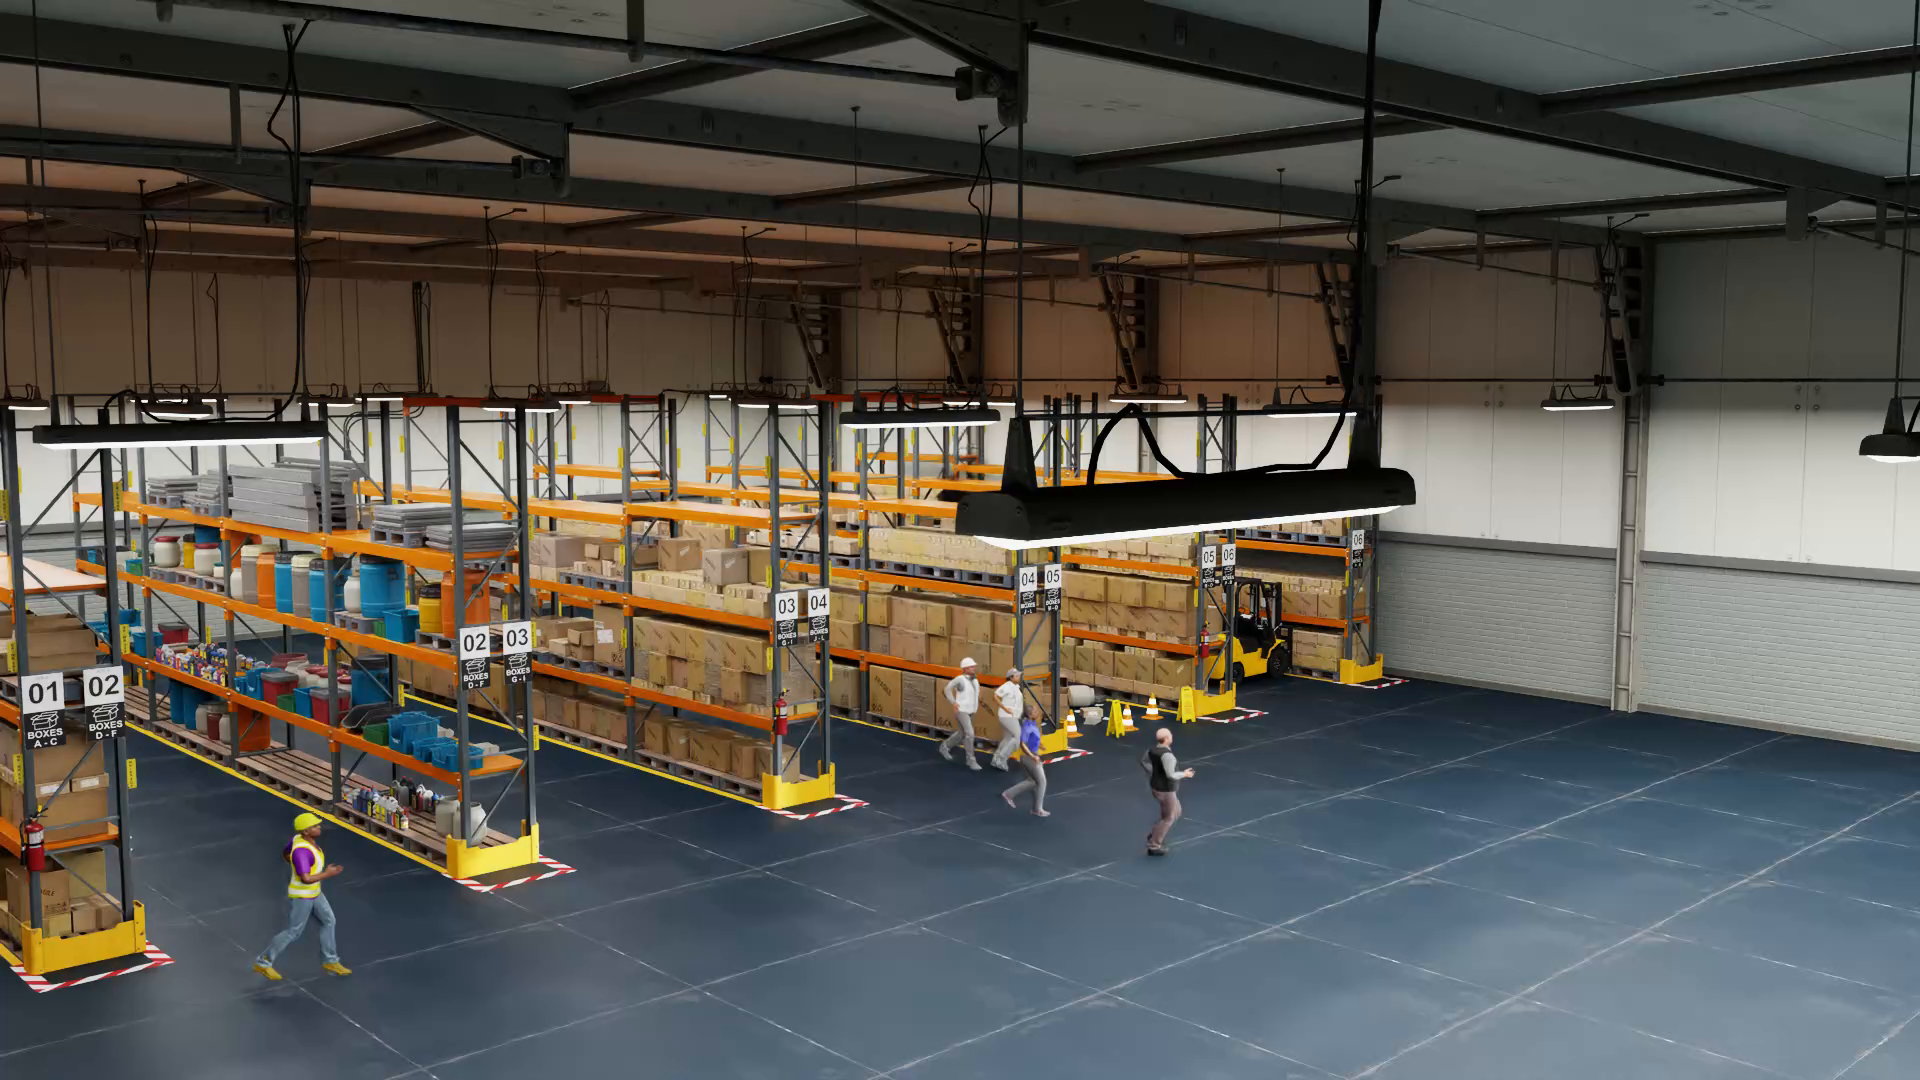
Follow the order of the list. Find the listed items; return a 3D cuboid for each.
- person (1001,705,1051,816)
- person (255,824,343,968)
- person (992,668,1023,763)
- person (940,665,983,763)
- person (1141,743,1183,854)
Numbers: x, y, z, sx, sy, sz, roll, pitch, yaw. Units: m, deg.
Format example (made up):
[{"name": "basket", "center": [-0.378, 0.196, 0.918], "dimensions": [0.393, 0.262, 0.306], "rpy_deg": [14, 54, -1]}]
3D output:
[{"name": "person", "center": [0.962, 3.244, 24.130], "dimensions": [0.726, 1.562, 0.576], "rpy_deg": [0, 6, -5]}, {"name": "person", "center": [-6.942, 3.708, 17.494], "dimensions": [0.890, 1.620, 0.710], "rpy_deg": [-1, 6, -14]}, {"name": "person", "center": [0.817, 2.858, 27.091], "dimensions": [0.563, 1.543, 0.561], "rpy_deg": [1, 6, 14]}, {"name": "person", "center": [0.035, 2.787, 27.337], "dimensions": [0.780, 1.620, 0.676], "rpy_deg": [4, 7, 34]}, {"name": "person", "center": [2.697, 3.438, 22.182], "dimensions": [0.427, 1.488, 0.638], "rpy_deg": [-1, 6, -14]}]
